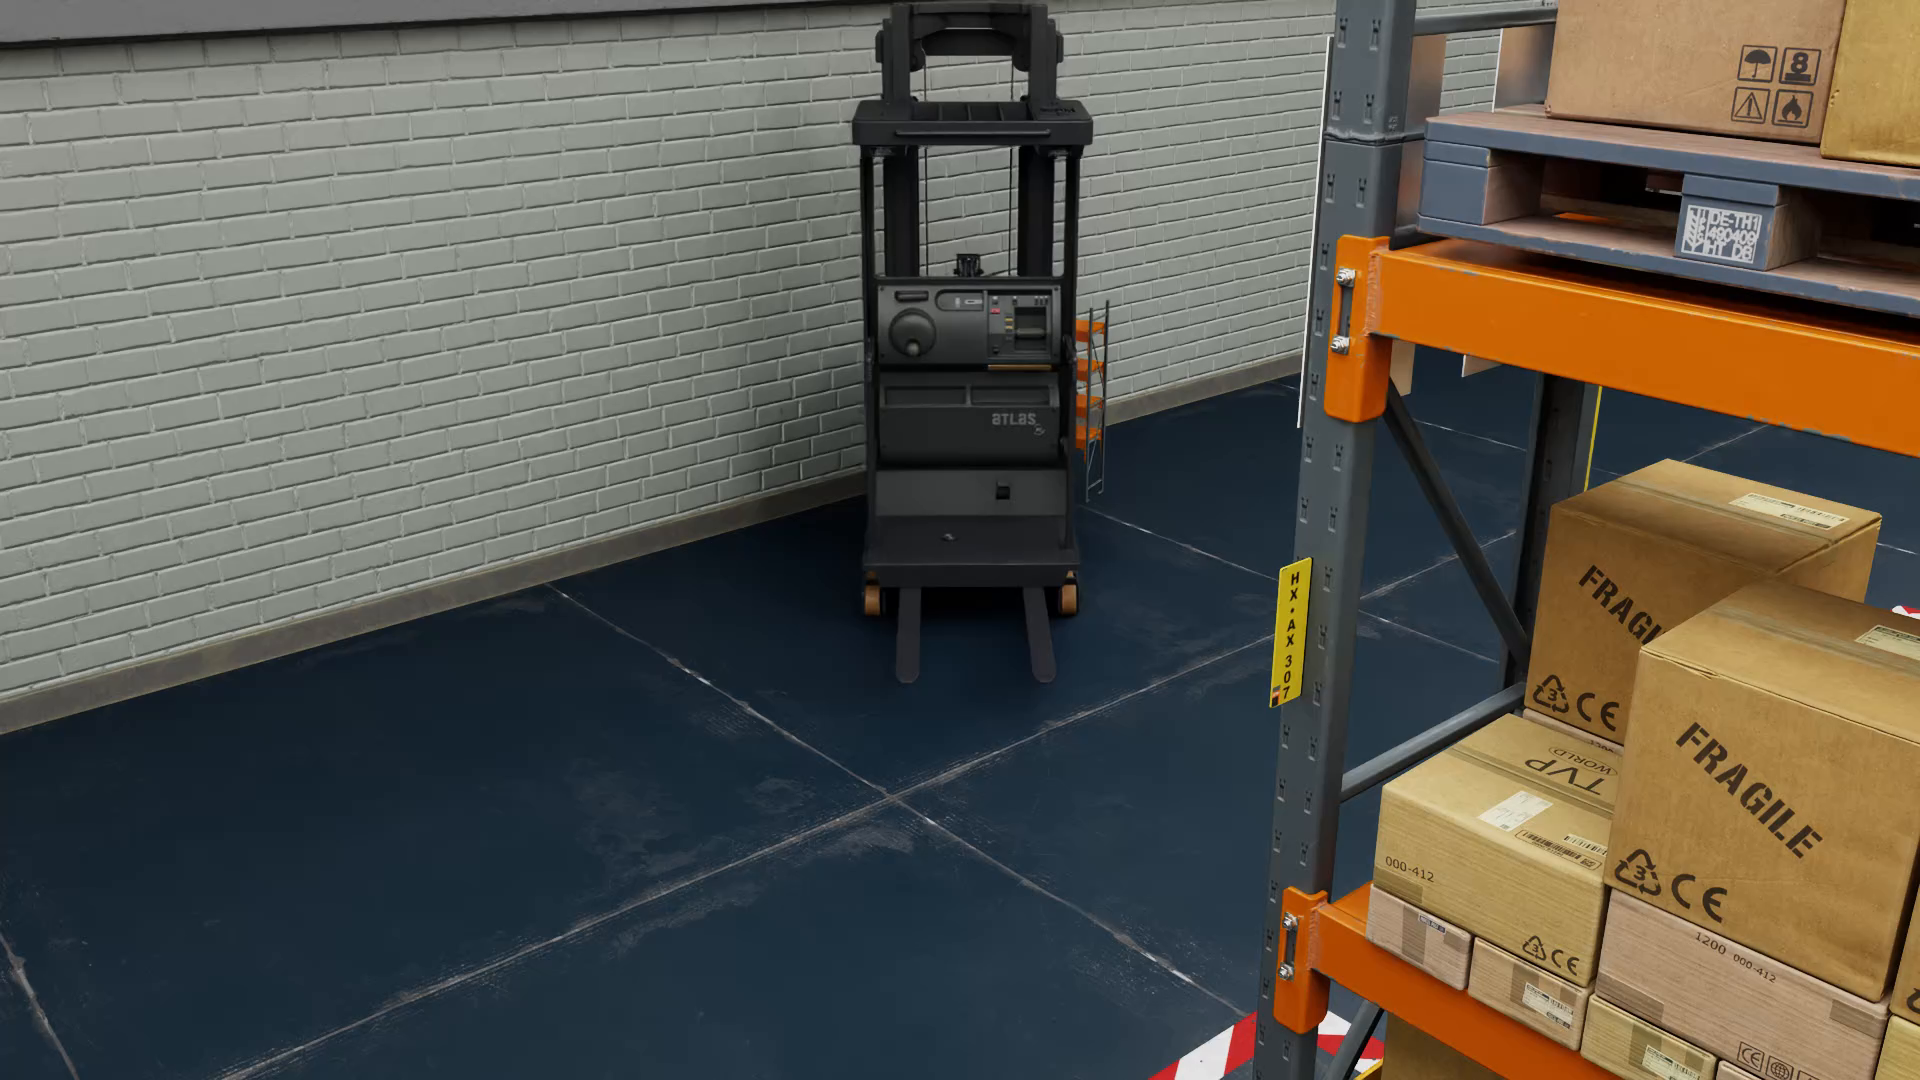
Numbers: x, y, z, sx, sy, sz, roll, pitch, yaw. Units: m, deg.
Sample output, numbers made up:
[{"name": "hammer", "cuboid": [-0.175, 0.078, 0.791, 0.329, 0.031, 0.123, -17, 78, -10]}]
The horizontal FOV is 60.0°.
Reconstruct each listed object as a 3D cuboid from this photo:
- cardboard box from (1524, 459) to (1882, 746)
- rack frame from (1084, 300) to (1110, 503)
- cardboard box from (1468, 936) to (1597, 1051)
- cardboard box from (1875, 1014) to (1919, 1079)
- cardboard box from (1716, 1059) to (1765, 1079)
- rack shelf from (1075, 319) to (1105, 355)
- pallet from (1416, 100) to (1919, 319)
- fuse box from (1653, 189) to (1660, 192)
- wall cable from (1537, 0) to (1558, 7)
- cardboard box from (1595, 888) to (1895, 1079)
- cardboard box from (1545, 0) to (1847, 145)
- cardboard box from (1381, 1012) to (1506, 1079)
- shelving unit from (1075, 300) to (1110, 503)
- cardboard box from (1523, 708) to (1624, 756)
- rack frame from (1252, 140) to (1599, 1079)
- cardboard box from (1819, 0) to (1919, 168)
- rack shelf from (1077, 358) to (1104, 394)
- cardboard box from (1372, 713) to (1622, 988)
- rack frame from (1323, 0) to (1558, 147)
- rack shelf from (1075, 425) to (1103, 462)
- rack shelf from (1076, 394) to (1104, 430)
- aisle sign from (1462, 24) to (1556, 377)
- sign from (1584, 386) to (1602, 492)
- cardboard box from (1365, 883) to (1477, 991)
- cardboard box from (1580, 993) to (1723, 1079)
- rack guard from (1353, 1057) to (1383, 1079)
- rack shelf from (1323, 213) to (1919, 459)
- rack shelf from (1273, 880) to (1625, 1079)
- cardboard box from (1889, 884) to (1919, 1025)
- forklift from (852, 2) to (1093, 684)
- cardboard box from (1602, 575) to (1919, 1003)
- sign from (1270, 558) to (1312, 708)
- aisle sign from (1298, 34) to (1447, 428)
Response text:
[{"name": "cardboard box", "cuboid": [1.650, 0.164, 3.721, 0.500, 0.500, 0.500, -17, 27, -37]}, {"name": "rack frame", "cuboid": [0.816, -0.821, 9.935, 0.015, 1.200, 0.240, 12, 24, 28]}, {"name": "cardboard box", "cuboid": [1.283, 0.874, 3.484, 0.380, 0.149, 0.250, -18, 28, -38]}, {"name": "cardboard box", "cuboid": [1.911, 0.920, 2.820, 0.500, 0.250, 0.500, -19, 28, -39]}, {"name": "cardboard box", "cuboid": [1.621, 1.017, 3.120, 0.380, 0.149, 0.250, -18, 28, -38]}, {"name": "rack shelf", "cuboid": [0.605, -1.232, 9.906, 0.480, 0.148, 0.258, 12, 24, 28]}, {"name": "pallet", "cuboid": [1.625, -0.643, 3.021, 1.003, 0.211, 1.213, -17, 27, -37]}, {"name": "fuse box", "cuboid": [6.628, -3.261, 15.464, 0.539, 1.711, 0.414, -17, 27, -37]}, {"name": "wall cable", "cuboid": [4.942, -3.889, 13.865, 0.585, 1.953, 0.123, -17, 27, -37]}, {"name": "cardboard box", "cuboid": [1.586, 0.780, 3.177, 0.500, 0.250, 0.500, -18, 28, -38]}, {"name": "cardboard box", "cuboid": [1.513, -1.044, 3.075, 0.700, 0.500, 0.500, -20, 29, -41]}, {"name": "cardboard box", "cuboid": [1.611, 1.462, 3.977, 0.875, 0.875, 0.875, -17, 27, -37]}, {"name": "shelving unit", "cuboid": [0.605, -0.866, 10.049, 0.503, 1.200, 0.258, 12, 24, 28]}, {"name": "cardboard box", "cuboid": [1.650, 0.512, 3.862, 0.500, 0.250, 0.500, -18, 28, -38]}, {"name": "rack frame", "cuboid": [1.133, 0.510, 4.069, 1.000, 3.000, 0.127, -17, 27, -37]}, {"name": "cardboard box", "cuboid": [1.789, -0.860, 2.604, 0.700, 0.500, 0.500, -19, 28, -39]}, {"name": "rack shelf", "cuboid": [0.605, -1.011, 9.992, 0.480, 0.148, 0.258, 12, 24, 28]}, {"name": "cardboard box", "cuboid": [1.241, 0.638, 3.539, 0.500, 0.250, 0.500, -18, 28, -39]}, {"name": "rack frame", "cuboid": [1.133, -2.283, 2.975, 1.000, 3.000, 0.127, -17, 27, -37]}, {"name": "rack shelf", "cuboid": [0.605, -0.618, 10.146, 0.480, 0.148, 0.258, 12, 24, 28]}, {"name": "rack shelf", "cuboid": [0.605, -0.803, 10.074, 0.480, 0.148, 0.258, 12, 24, 28]}, {"name": "aisle sign", "cuboid": [1.313, -0.792, 3.828, 0.394, 0.787, 0.004, -17, 27, -37]}, {"name": "sign", "cuboid": [1.553, -0.265, 4.135, 0.100, 0.325, 0.005, -17, 27, -37]}, {"name": "cardboard box", "cuboid": [1.114, 0.804, 3.664, 0.380, 0.149, 0.250, -17, 27, -37]}, {"name": "cardboard box", "cuboid": [1.450, 0.945, 3.303, 0.380, 0.149, 0.250, -18, 28, -39]}, {"name": "rack guard", "cuboid": [1.117, 1.667, 4.542, 1.175, 0.500, 0.348, -17, 27, -37]}, {"name": "rack shelf", "cuboid": [2.438, 0.001, 2.242, 1.077, 0.370, 4.000, -17, 27, -37]}, {"name": "rack shelf", "cuboid": [2.438, 1.397, 2.789, 1.077, 0.370, 4.000, -17, 27, -37]}, {"name": "cardboard box", "cuboid": [1.911, 0.569, 2.688, 0.500, 0.500, 0.500, -18, 28, -39]}, {"name": "forklift", "cuboid": [0.052, -1.087, 8.240, 1.130, 2.935, 3.031, 0, 21, -1]}, {"name": "cardboard box", "cuboid": [1.568, 0.427, 3.050, 0.500, 0.500, 0.500, -18, 28, -39]}, {"name": "sign", "cuboid": [0.708, 0.200, 3.564, 0.100, 0.325, 0.005, -17, 27, -37]}, {"name": "aisle sign", "cuboid": [0.858, -0.649, 3.463, 0.394, 0.787, 0.004, -17, 27, -37]}]
